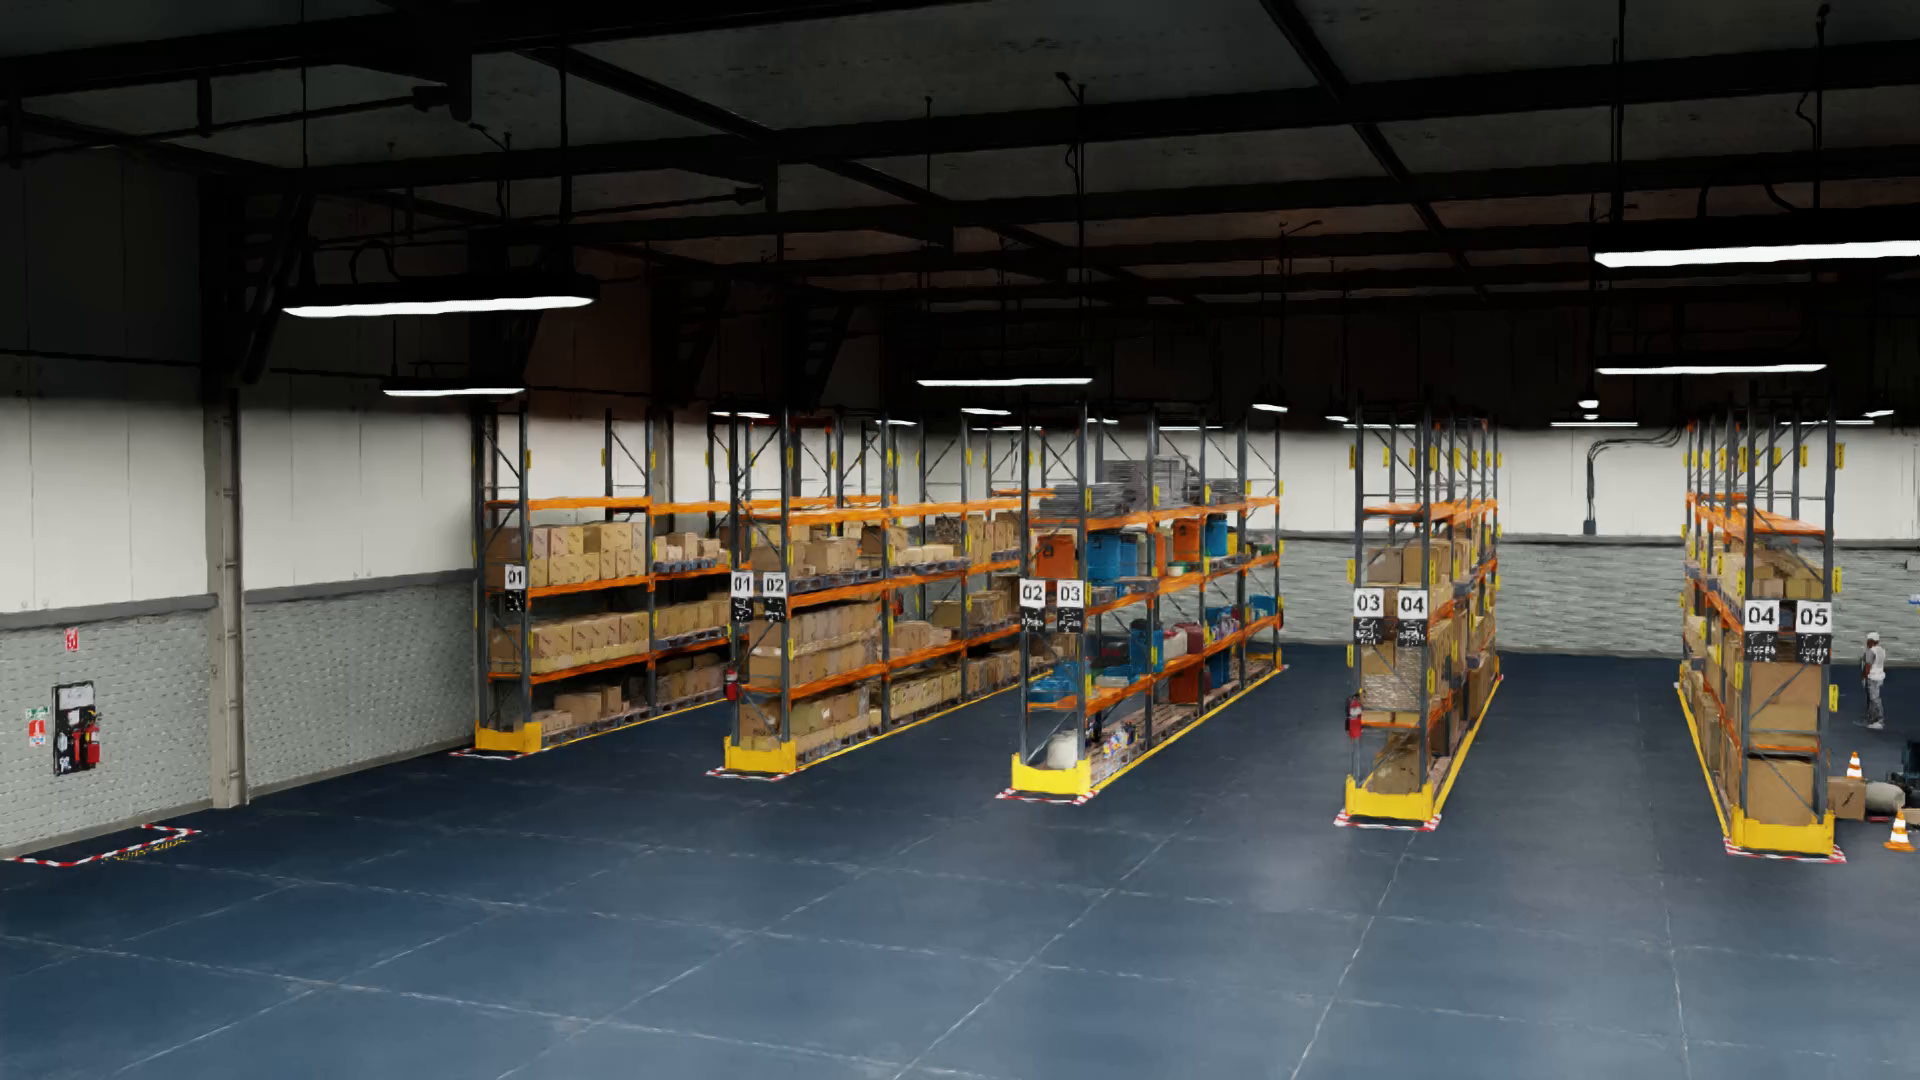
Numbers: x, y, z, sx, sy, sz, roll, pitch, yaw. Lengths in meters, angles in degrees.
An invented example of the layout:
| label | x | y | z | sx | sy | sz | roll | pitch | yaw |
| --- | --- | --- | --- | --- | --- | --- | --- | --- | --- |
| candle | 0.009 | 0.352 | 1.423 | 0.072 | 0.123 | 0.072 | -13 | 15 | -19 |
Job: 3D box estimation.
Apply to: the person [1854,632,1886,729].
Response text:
| label | x | y | z | sx | sy | sz | roll | pitch | yaw |
| --- | --- | --- | --- | --- | --- | --- | --- | --- | --- |
| person | 16.957 | 2.590 | 30.959 | 0.669 | 1.783 | 0.590 | -3 | 4 | -44 |
